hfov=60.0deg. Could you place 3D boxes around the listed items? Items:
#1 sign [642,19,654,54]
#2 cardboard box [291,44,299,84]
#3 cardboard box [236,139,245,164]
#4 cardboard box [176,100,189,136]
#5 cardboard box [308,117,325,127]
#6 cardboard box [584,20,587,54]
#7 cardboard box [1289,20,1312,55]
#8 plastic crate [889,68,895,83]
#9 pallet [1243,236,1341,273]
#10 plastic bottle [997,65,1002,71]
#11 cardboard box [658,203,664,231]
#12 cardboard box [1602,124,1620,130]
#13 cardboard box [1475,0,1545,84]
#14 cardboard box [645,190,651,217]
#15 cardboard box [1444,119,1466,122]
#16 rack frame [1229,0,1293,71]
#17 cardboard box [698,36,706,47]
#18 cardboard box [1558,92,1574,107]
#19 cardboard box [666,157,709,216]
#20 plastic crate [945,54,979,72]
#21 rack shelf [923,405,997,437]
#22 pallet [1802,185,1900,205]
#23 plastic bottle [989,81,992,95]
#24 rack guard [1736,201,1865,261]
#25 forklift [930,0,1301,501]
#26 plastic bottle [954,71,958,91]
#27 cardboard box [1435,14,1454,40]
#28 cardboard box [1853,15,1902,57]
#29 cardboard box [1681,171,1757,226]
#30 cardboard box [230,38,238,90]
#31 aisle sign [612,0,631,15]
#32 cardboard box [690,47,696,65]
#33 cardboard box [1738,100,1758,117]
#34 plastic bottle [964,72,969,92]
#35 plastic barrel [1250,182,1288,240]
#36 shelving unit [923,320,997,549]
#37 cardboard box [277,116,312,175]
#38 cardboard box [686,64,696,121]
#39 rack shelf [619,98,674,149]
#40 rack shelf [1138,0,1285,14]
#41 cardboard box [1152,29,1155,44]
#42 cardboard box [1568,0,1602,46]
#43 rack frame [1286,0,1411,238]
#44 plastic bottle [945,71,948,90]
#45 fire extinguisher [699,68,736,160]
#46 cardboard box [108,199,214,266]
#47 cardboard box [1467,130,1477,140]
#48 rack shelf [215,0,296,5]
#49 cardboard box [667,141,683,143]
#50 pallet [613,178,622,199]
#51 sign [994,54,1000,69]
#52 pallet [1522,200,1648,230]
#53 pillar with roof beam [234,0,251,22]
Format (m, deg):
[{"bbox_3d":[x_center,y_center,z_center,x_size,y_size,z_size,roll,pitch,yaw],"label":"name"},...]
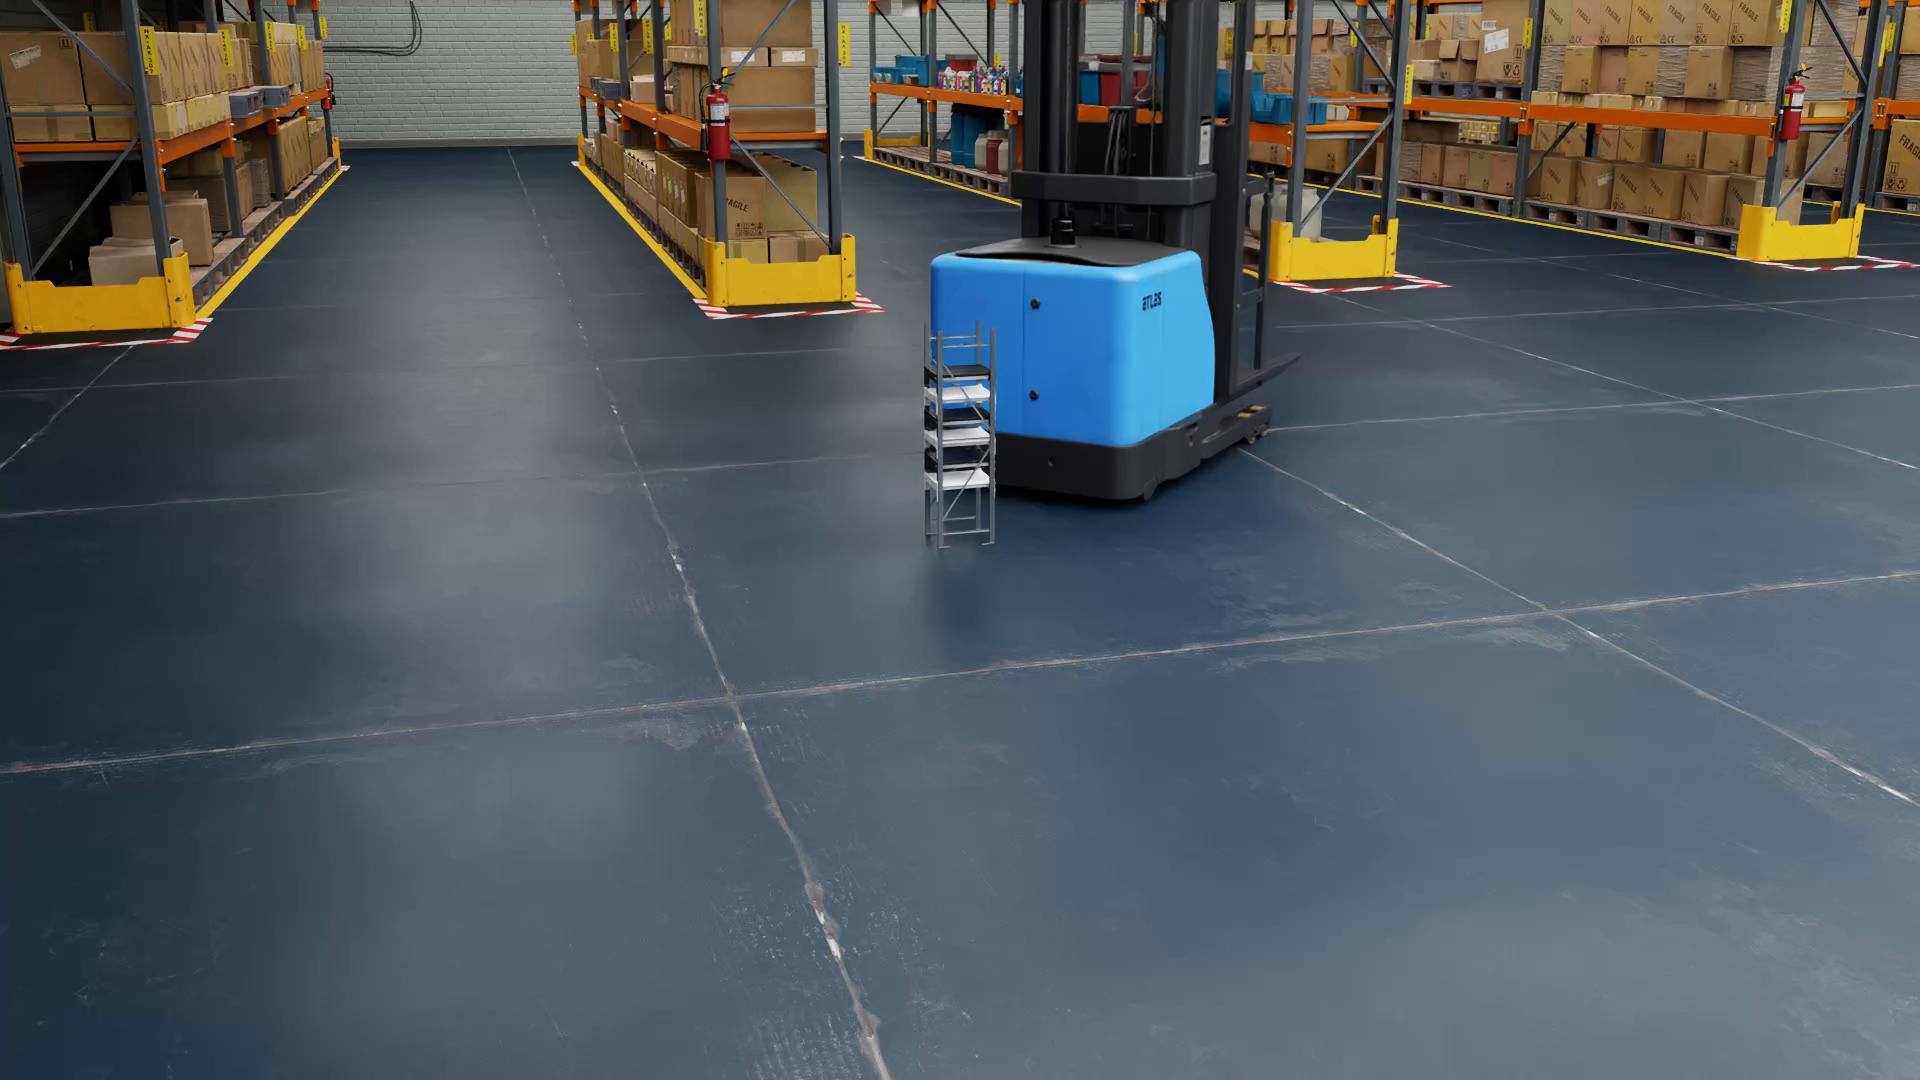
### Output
[{"bbox_3d":[-3.057,-4.941,16.312,0.100,0.325,0.005,-5,17,-15],"label":"sign"},{"bbox_3d":[-8.979,-6.242,21.792,0.500,0.500,0.500,-5,17,-15],"label":"cardboard box"},{"bbox_3d":[-8.054,-4.199,17.992,0.500,0.250,0.500,-4,17,-14],"label":"cardboard box"},{"bbox_3d":[-6.185,-3.211,12.654,0.500,0.250,0.500,-5,18,-17],"label":"cardboard box"},{"bbox_3d":[-10.098,-6.504,25.879,0.380,0.149,0.250,-5,17,-16],"label":"cardboard box"},{"bbox_3d":[-5.406,-7.610,25.160,0.500,0.500,0.500,-5,17,-15],"label":"cardboard box"},{"bbox_3d":[5.337,-7.456,24.641,0.797,0.503,0.637,-4,17,-13],"label":"cardboard box"},{"bbox_3d":[-0.959,-7.670,27.458,0.416,0.233,0.300,-5,17,-15],"label":"plastic crate"},{"bbox_3d":[3.041,-2.661,15.444,1.003,0.211,1.213,-5,17,-15],"label":"pallet"},{"bbox_3d":[0.595,-6.821,24.532,0.144,0.351,0.185,-5,17,-15],"label":"plastic bottle"},{"bbox_3d":[-2.702,-3.202,16.447,0.500,0.250,0.500,-5,17,-15],"label":"cardboard box"},{"bbox_3d":[10.097,-6.393,25.332,0.500,0.250,0.500,-4,17,-14],"label":"cardboard box"},{"bbox_3d":[6.905,-5.971,19.844,1.000,1.000,1.000,-5,17,-15],"label":"cardboard box"},{"bbox_3d":[-3.068,-3.586,17.725,0.500,0.250,0.500,-5,17,-16],"label":"cardboard box"},{"bbox_3d":[8.809,-7.383,29.507,0.380,0.149,0.250,-5,18,-17],"label":"cardboard box"},{"bbox_3d":[4.790,-7.465,26.589,1.000,3.000,0.127,-5,17,-15],"label":"rack frame"},{"bbox_3d":[-1.858,-4.462,14.163,0.700,0.500,0.500,-5,17,-15],"label":"cardboard box"},{"bbox_3d":[6.910,-4.911,18.525,0.380,0.149,0.250,-5,17,-15],"label":"cardboard box"},{"bbox_3d":[-2.436,-3.284,15.416,0.500,0.500,0.500,-5,17,-15],"label":"cardboard box"},{"bbox_3d":[0.023,-7.399,26.156,0.402,0.464,0.583,-5,17,-15],"label":"plastic crate"},{"bbox_3d":[-0.002,-0.487,6.814,0.258,0.077,0.200,-5,17,-15],"label":"rack shelf"},{"bbox_3d":[11.501,-4.488,21.527,1.003,0.211,1.213,-5,17,-15],"label":"pallet"},{"bbox_3d":[0.448,-6.128,22.483,0.097,0.201,0.097,0,17,0],"label":"plastic bottle"},{"bbox_3d":[8.067,-2.969,15.969,1.175,0.500,0.348,-5,17,-15],"label":"rack guard"},{"bbox_3d":[0.998,-1.953,8.360,1.130,2.935,3.031,9,19,27],"label":"forklift"},{"bbox_3d":[-0.038,-6.637,24.035,0.061,0.283,0.133,-5,17,-15],"label":"plastic bottle"},{"bbox_3d":[8.765,-9.034,29.385,0.500,0.500,0.500,-5,18,-17],"label":"cardboard box"},{"bbox_3d":[11.643,-6.280,20.732,0.700,0.500,0.500,-5,17,-16],"label":"cardboard box"},{"bbox_3d":[7.735,-3.486,16.959,0.500,0.500,0.500,0,17,-1],"label":"cardboard box"},{"bbox_3d":[-7.764,-4.814,16.826,0.700,0.500,0.500,-2,17,-8],"label":"cardboard box"},{"bbox_3d":[-5.560,-9.077,27.438,0.394,0.787,0.004,-5,17,-15],"label":"aisle sign"},{"bbox_3d":[-2.155,-4.241,14.557,0.380,0.149,0.250,-5,17,-16],"label":"cardboard box"},{"bbox_3d":[7.743,-4.157,16.014,0.380,0.149,0.250,-5,17,-15],"label":"cardboard box"},{"bbox_3d":[0.112,-6.499,23.597,0.097,0.271,0.097,0,17,0],"label":"plastic bottle"},{"bbox_3d":[2.933,-3.078,15.580,0.421,0.512,0.421,0,17,0],"label":"plastic barrel"},{"bbox_3d":[-0.002,-0.433,6.830,0.258,0.900,0.210,-5,17,-15],"label":"shelving unit"},{"bbox_3d":[-9.194,-5.292,22.363,0.750,0.750,0.750,-4,17,-15],"label":"cardboard box"},{"bbox_3d":[-2.124,-4.111,15.250,0.700,0.500,0.500,-4,17,-14],"label":"cardboard box"},{"bbox_3d":[-3.087,-4.679,18.564,1.077,0.370,4.000,-5,17,-15],"label":"rack shelf"},{"bbox_3d":[4.240,-9.110,28.103,1.077,0.370,4.000,-5,17,-15],"label":"rack shelf"},{"bbox_3d":[3.700,-8.709,29.170,0.500,0.500,0.500,-5,17,-17],"label":"cardboard box"},{"bbox_3d":[7.006,-5.638,18.080,0.500,0.500,0.500,-5,17,-15],"label":"cardboard box"},{"bbox_3d":[3.325,-3.754,14.235,1.000,3.000,0.127,-5,17,-15],"label":"rack frame"},{"bbox_3d":[-0.169,-6.782,24.540,0.097,0.271,0.097,0,17,0],"label":"plastic bottle"},{"bbox_3d":[-1.852,-3.257,12.715,0.296,0.674,0.183,-5,17,-15],"label":"fire extinguisher"},{"bbox_3d":[-6.614,-2.547,13.799,0.700,0.500,0.500,-6,18,-19],"label":"cardboard box"},{"bbox_3d":[9.017,-7.016,28.803,0.380,0.149,0.250,-5,18,-17],"label":"cardboard box"},{"bbox_3d":[-8.948,-6.829,20.508,1.077,0.370,4.000,-5,17,-15],"label":"rack shelf"},{"bbox_3d":[-3.769,-5.022,22.036,0.500,0.500,0.500,-5,17,-16],"label":"cardboard box"},{"bbox_3d":[-4.137,-4.787,22.522,1.003,0.211,1.213,-5,17,-15],"label":"pallet"},{"bbox_3d":[0.557,-7.249,25.389,0.100,0.325,0.005,-5,17,-15],"label":"sign"},{"bbox_3d":[7.207,-3.734,19.014,1.003,0.211,1.213,-5,17,-15],"label":"pallet"},{"bbox_3d":[-8.032,-11.288,28.890,9.100,9.000,0.400,-5,17,-15],"label":"pillar with roof beam"}]
